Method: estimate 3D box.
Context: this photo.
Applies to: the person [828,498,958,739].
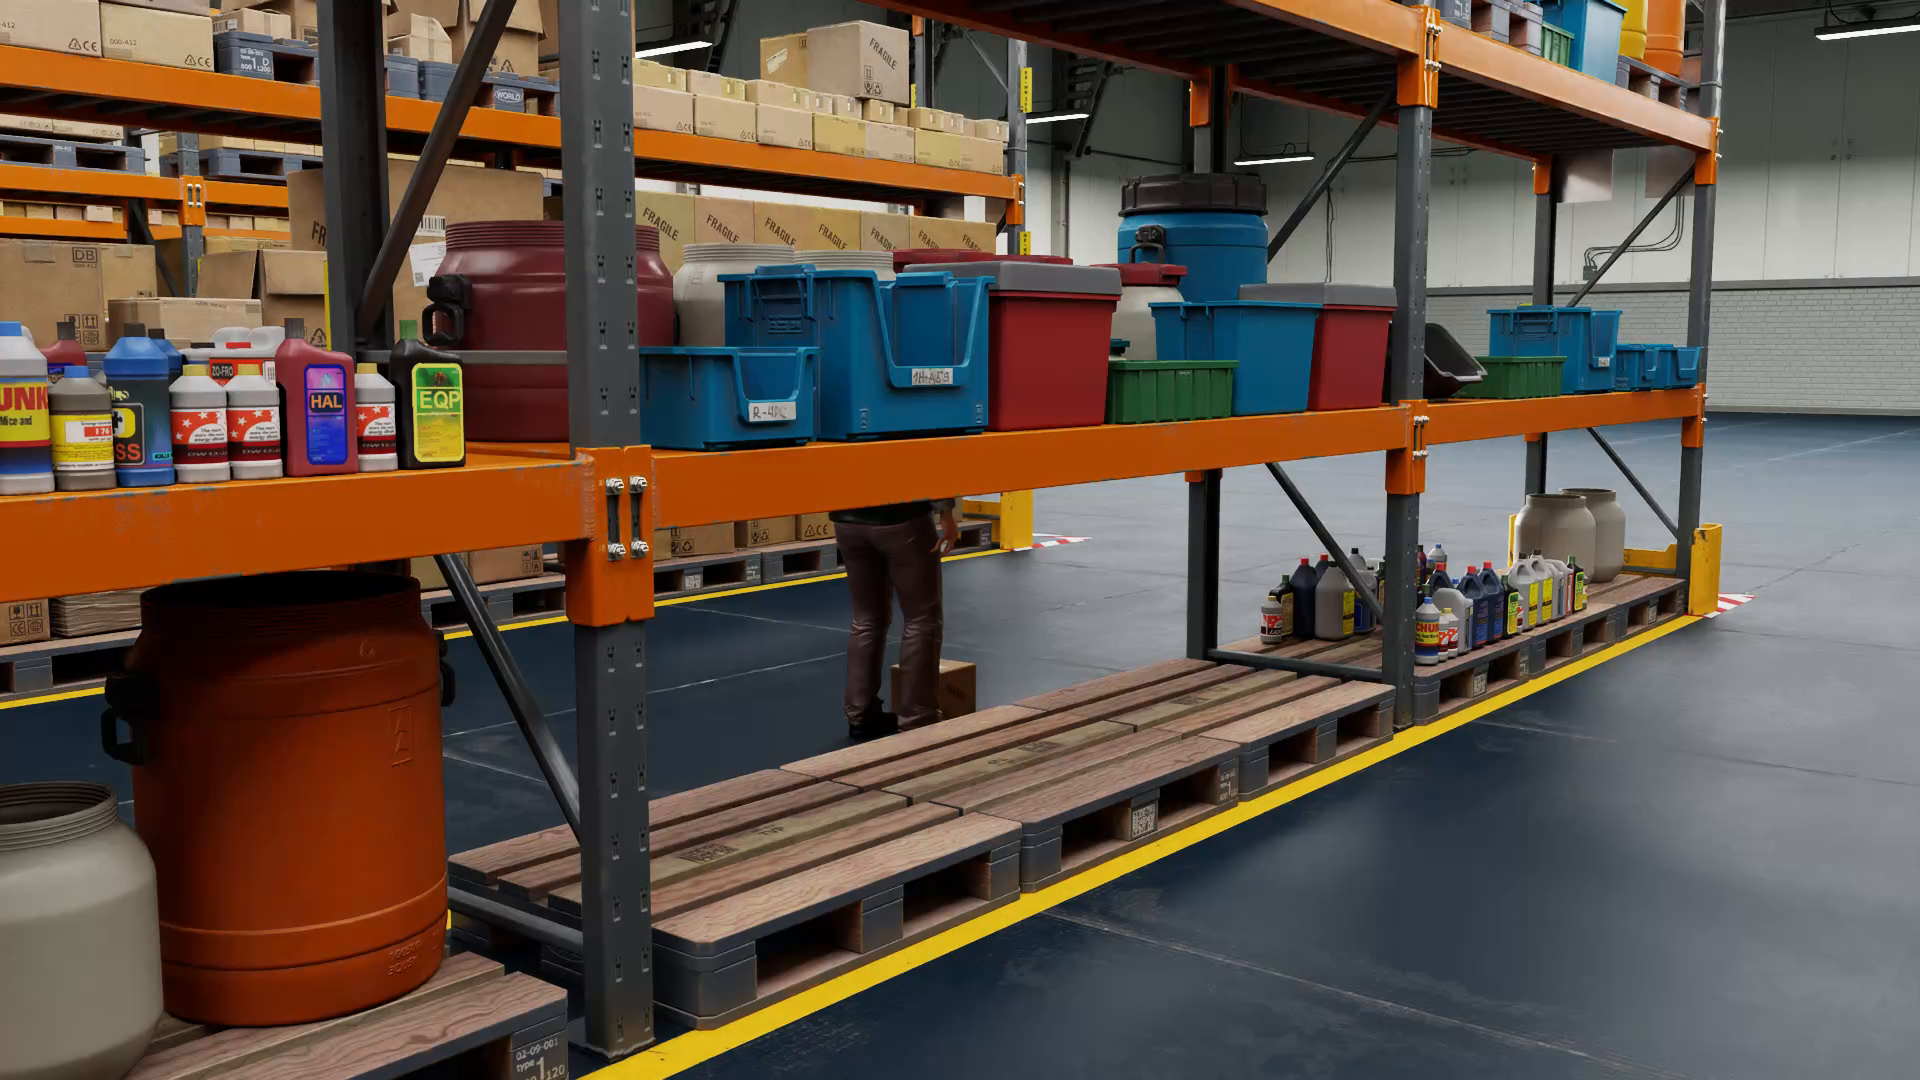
[{"bbox_3d":[-0.285,-0.074,6.466,0.594,1.721,0.415,5,8,35],"label":"person"}]
